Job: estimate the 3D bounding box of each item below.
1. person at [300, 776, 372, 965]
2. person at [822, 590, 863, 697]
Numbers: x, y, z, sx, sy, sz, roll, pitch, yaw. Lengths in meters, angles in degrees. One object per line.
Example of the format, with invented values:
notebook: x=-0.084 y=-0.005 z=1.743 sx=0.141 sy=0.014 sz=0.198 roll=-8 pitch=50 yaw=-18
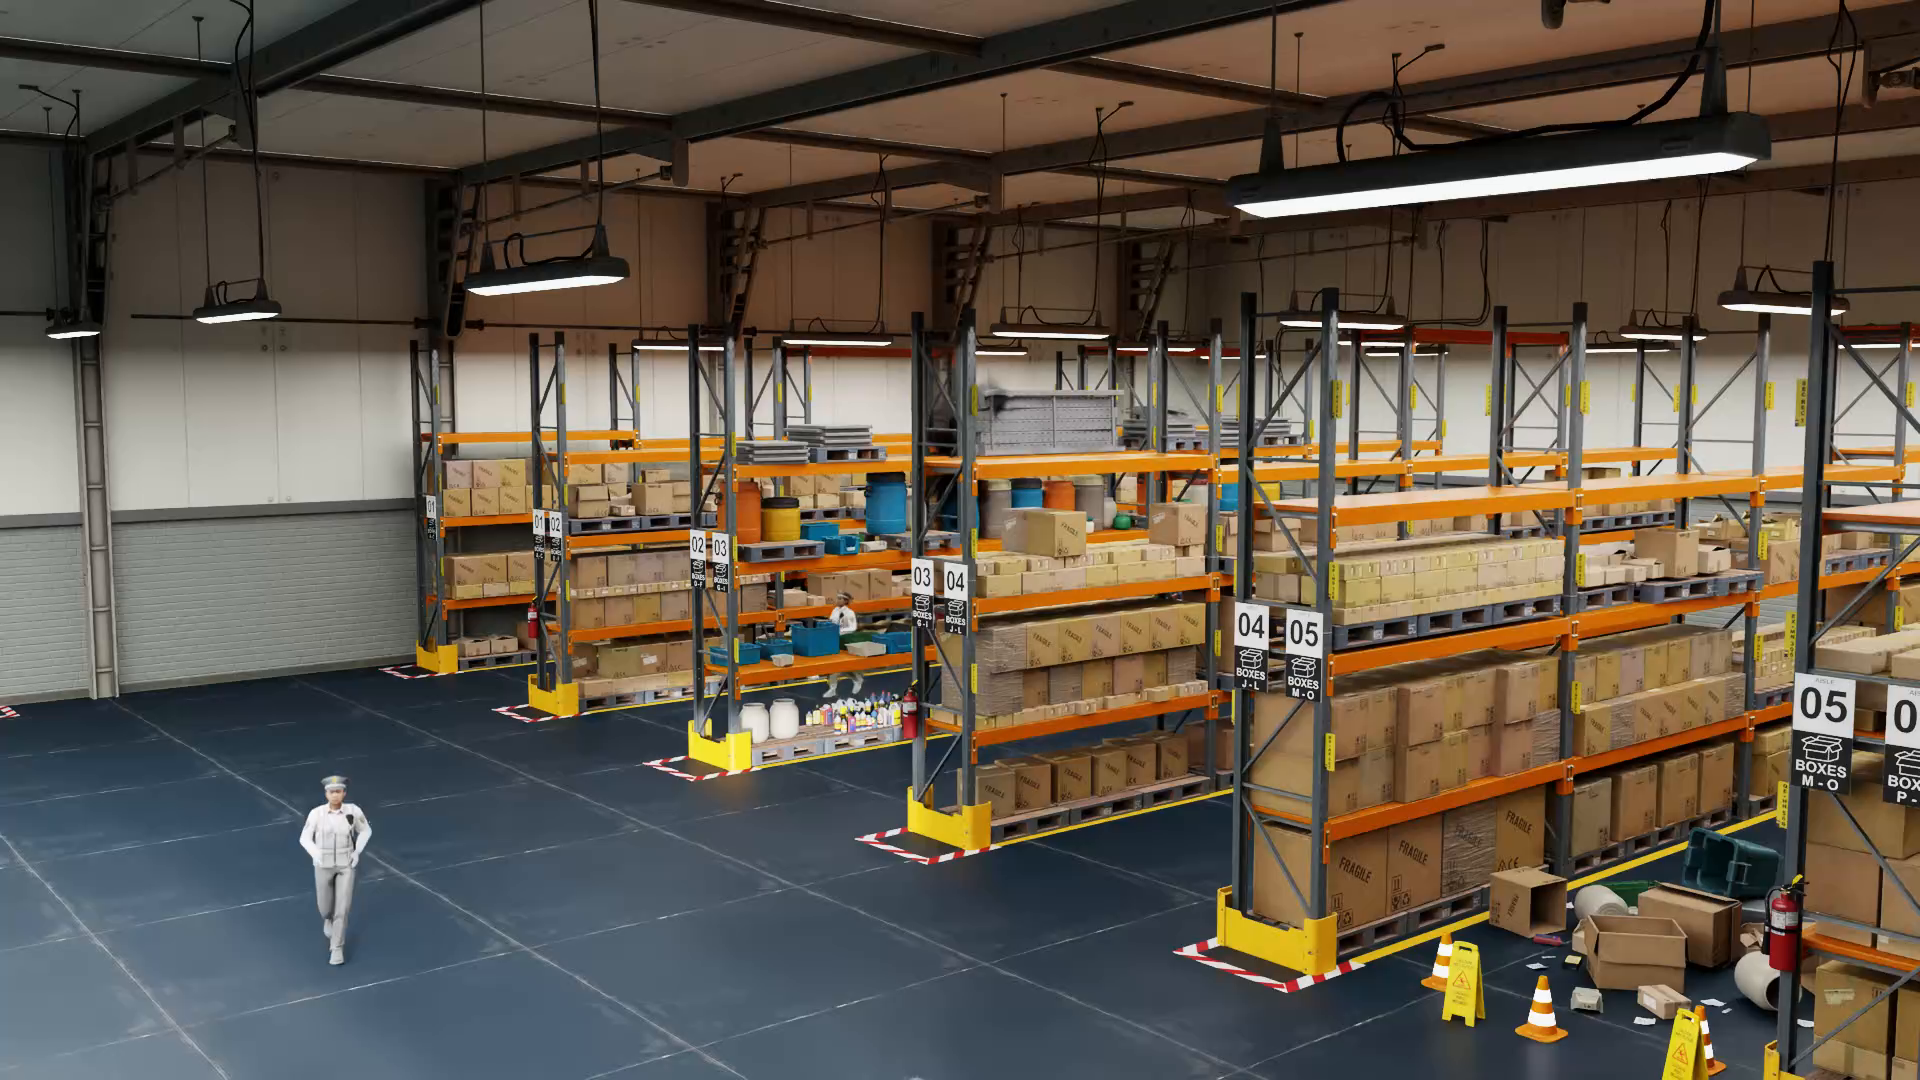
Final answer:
person: x=-5.671 y=2.937 z=15.079 sx=0.568 sy=1.670 sz=0.720 roll=-2 pitch=6 yaw=-21
person: x=-1.875 y=1.615 z=26.177 sx=0.626 sy=1.683 sz=0.765 roll=5 pitch=7 yaw=42
